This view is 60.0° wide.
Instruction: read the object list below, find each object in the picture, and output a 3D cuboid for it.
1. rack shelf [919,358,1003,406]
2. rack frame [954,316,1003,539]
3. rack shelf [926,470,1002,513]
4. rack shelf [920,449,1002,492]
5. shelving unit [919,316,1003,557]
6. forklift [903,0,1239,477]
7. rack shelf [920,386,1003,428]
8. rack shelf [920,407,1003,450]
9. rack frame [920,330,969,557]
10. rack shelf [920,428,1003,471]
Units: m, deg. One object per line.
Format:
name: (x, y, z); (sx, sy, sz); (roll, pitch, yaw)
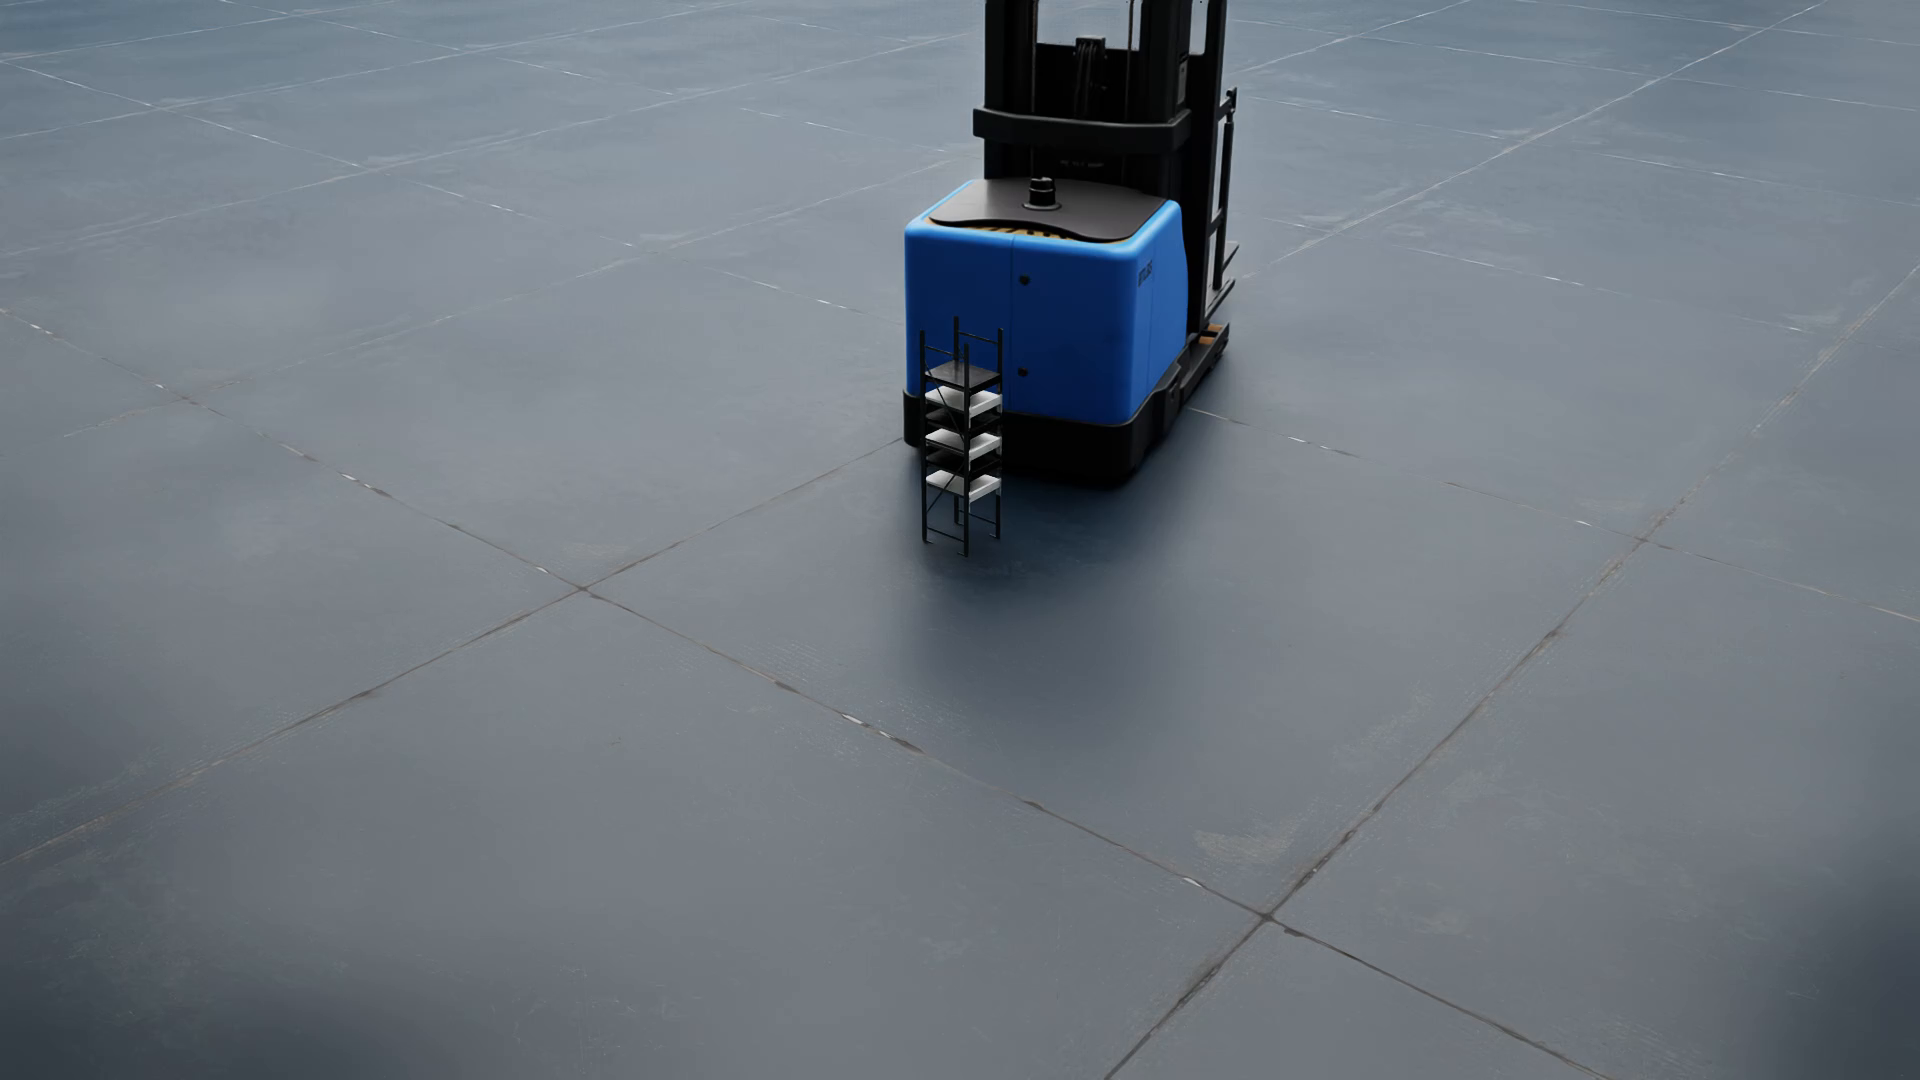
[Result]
rack shelf: (0.005, -0.613, 6.440); (0.258, 0.077, 0.200); (21, 34, 34)
rack frame: (0.070, -0.439, 6.618); (0.240, 0.900, 0.006); (21, 34, 34)
rack shelf: (0.005, -0.213, 6.647); (0.258, 0.077, 0.200); (21, 34, 34)
rack shelf: (0.005, -0.293, 6.605); (0.258, 0.077, 0.200); (21, 34, 34)
shelving unit: (0.005, -0.403, 6.549); (0.258, 0.900, 0.210); (21, 34, 34)
forklift: (0.748, -2.227, 7.864); (1.130, 2.935, 3.031); (10, 29, 18)
rack shelf: (0.005, -0.533, 6.481); (0.258, 0.077, 0.200); (21, 34, 34)
rack shelf: (0.005, -0.453, 6.523); (0.258, 0.077, 0.200); (21, 34, 34)
rack frame: (-0.059, -0.367, 6.479); (0.240, 0.900, 0.006); (21, 34, 34)
rack shelf: (0.005, -0.373, 6.564); (0.258, 0.077, 0.200); (21, 34, 34)
